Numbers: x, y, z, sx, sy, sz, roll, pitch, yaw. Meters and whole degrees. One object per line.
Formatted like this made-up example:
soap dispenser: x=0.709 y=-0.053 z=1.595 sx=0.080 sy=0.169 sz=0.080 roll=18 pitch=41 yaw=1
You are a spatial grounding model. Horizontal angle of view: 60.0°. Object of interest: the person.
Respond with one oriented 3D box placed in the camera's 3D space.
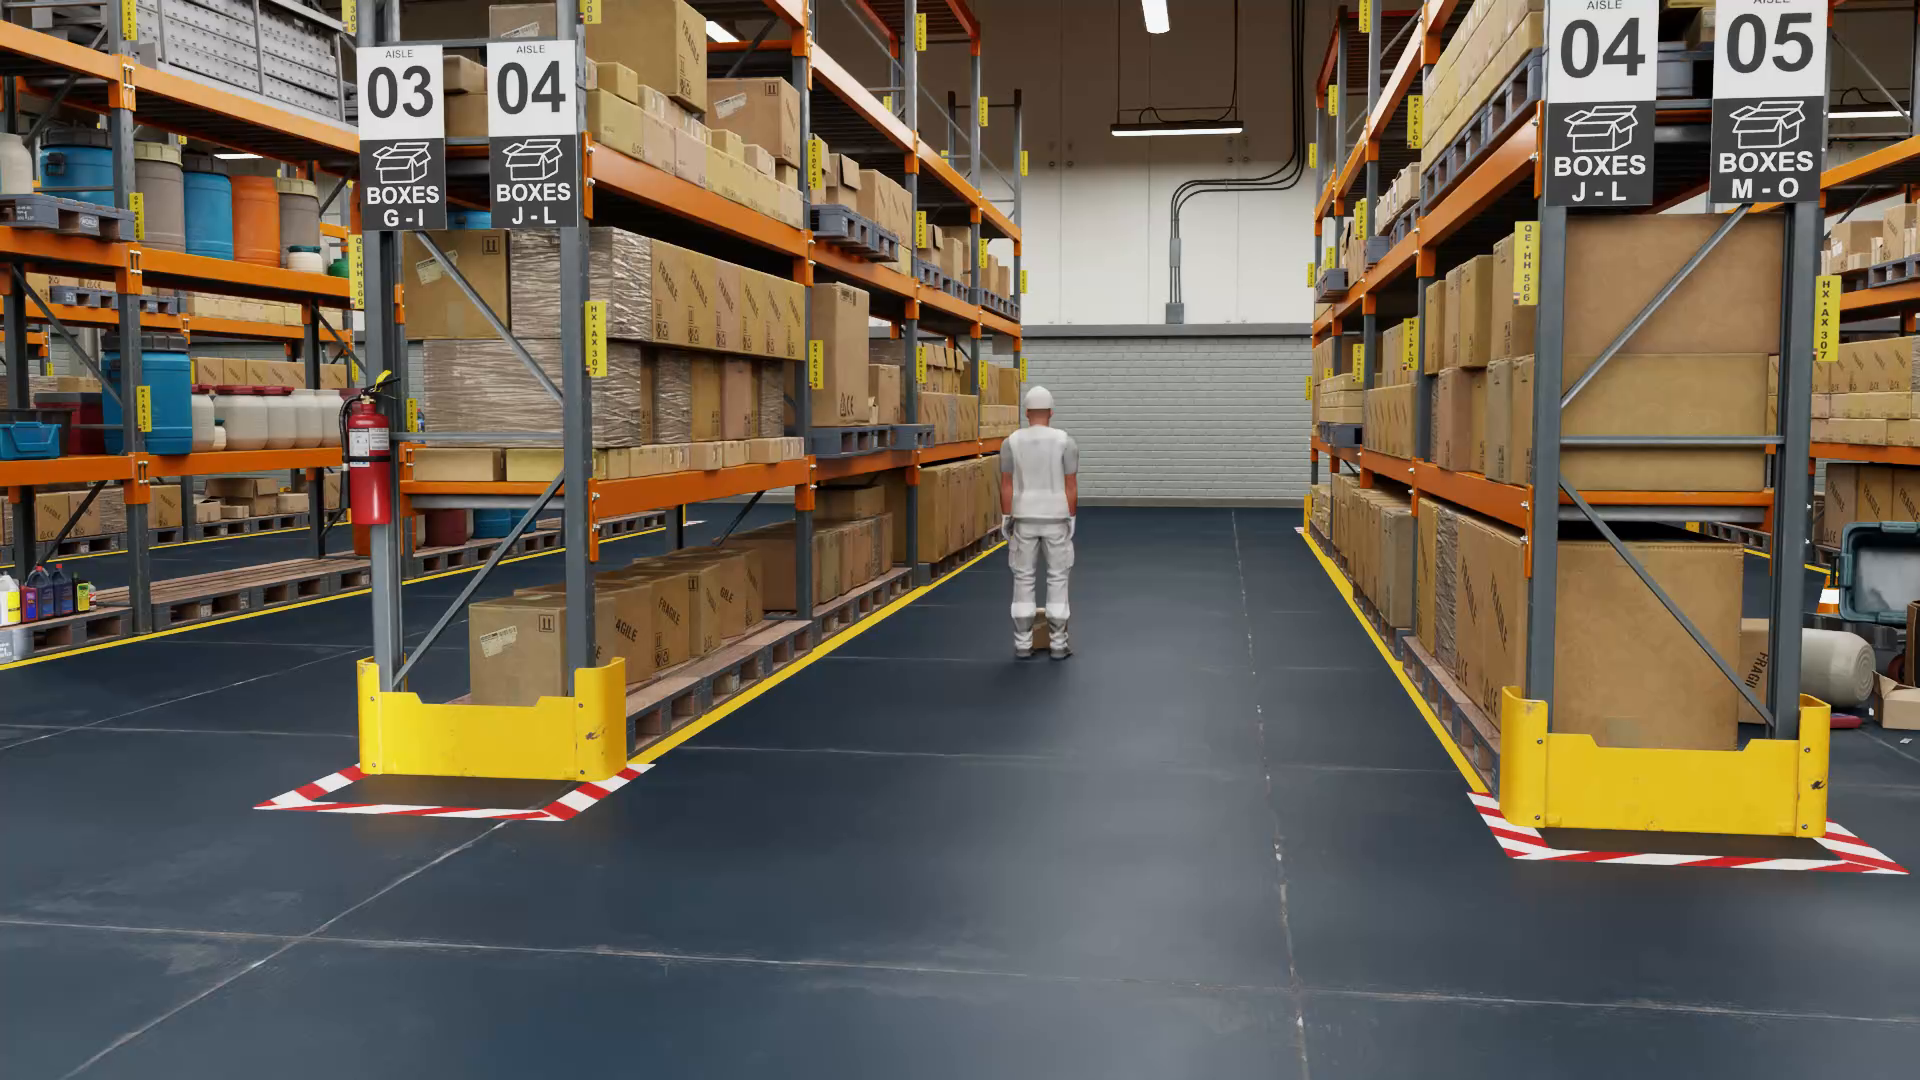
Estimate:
person: x=0.523 y=-0.119 z=10.976 sx=0.524 sy=1.785 sz=0.340 roll=1 pitch=4 yaw=10
